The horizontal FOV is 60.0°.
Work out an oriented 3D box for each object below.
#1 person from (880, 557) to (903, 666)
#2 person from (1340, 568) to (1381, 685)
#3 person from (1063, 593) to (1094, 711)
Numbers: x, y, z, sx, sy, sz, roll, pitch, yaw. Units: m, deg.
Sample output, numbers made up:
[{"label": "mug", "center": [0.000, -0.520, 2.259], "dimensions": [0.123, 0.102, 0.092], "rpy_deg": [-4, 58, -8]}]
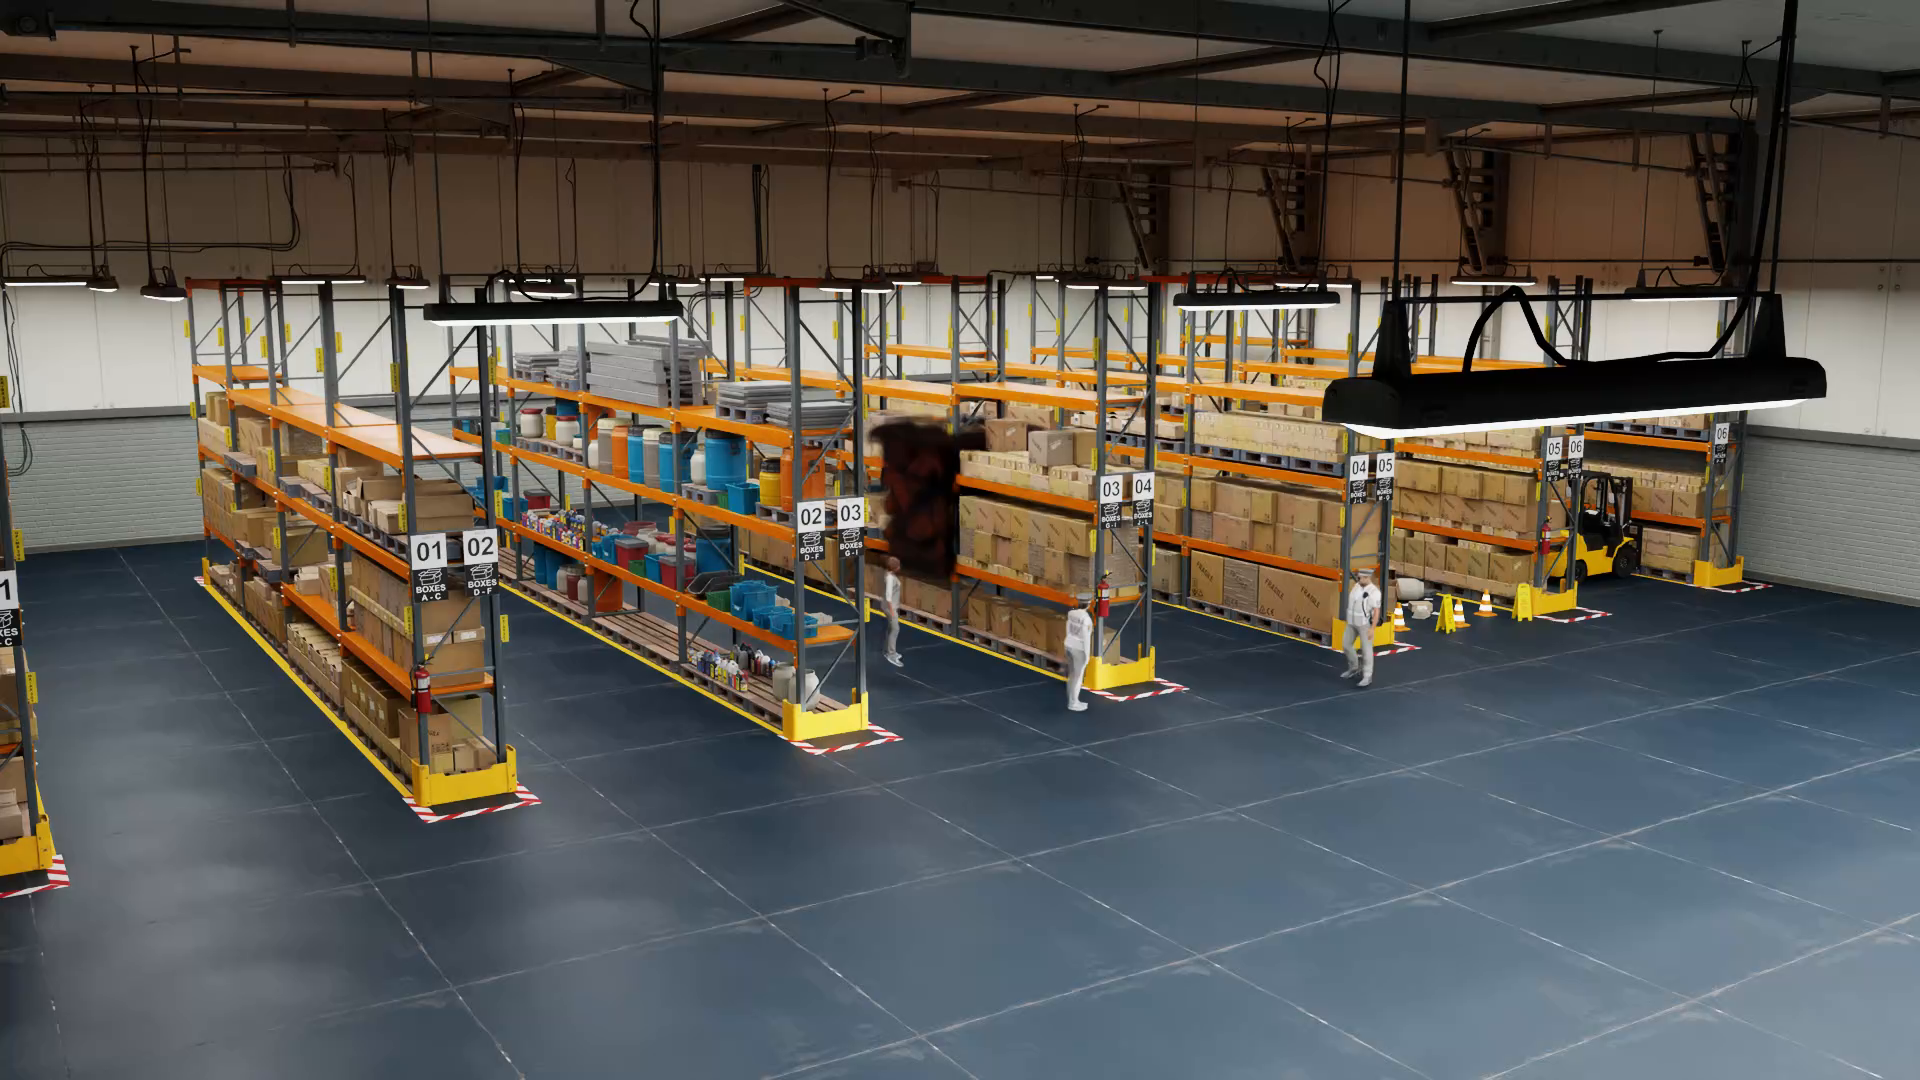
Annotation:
[{"label": "person", "center": [-1.037, 1.070, 25.289], "dimensions": [0.319, 1.650, 0.482], "rpy_deg": [-1, 10, -5]}, {"label": "person", "center": [6.021, 1.296, 25.124], "dimensions": [0.450, 1.790, 0.666], "rpy_deg": [-9, 13, -42]}, {"label": "person", "center": [1.686, 1.588, 23.609], "dimensions": [0.384, 1.673, 0.516], "rpy_deg": [-6, 11, -30]}]
